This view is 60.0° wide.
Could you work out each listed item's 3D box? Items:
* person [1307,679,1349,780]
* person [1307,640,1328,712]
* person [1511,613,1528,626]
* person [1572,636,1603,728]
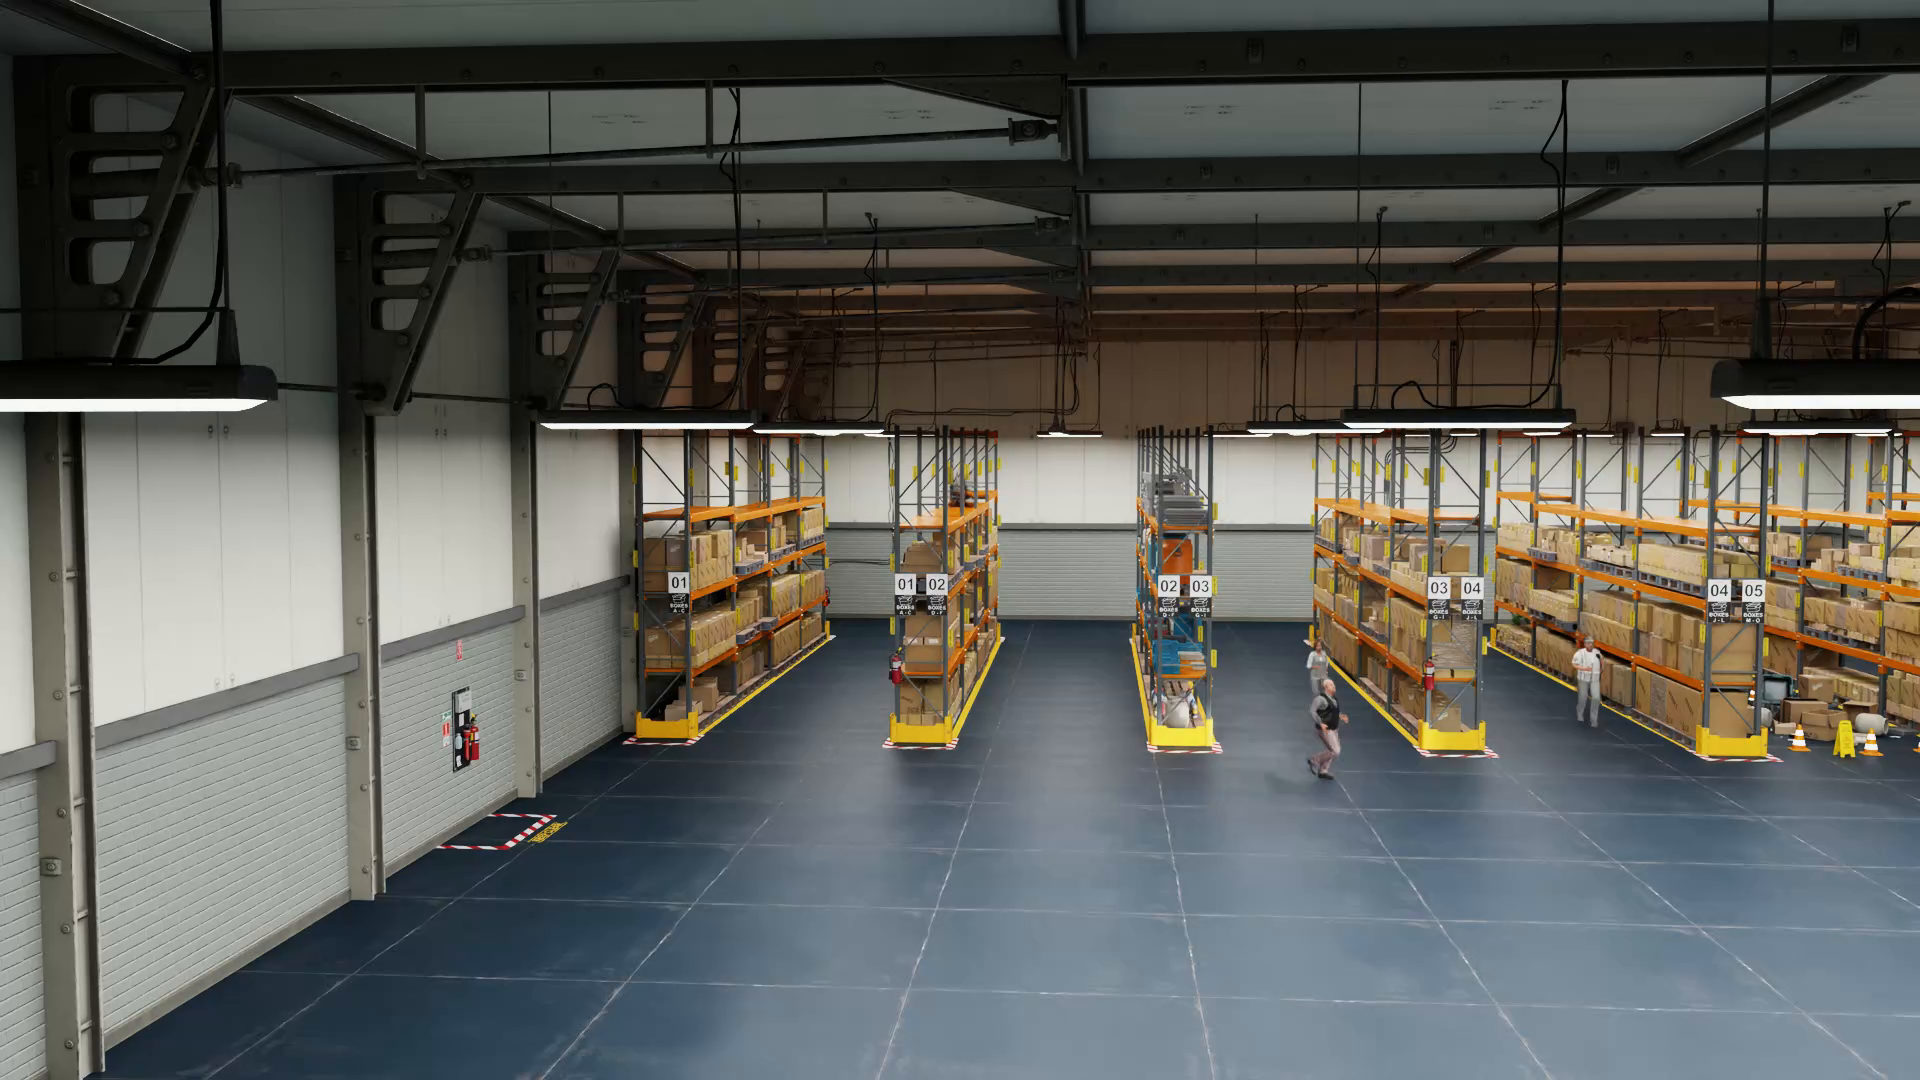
[{"bbox_3d":[6.232,3.195,28.083,0.610,1.693,0.652,3,4,39],"label":"person"},{"bbox_3d":[7.375,2.872,34.217,0.513,1.634,0.702,0,3,-5],"label":"person"},{"bbox_3d":[16.107,1.999,47.328,0.791,1.804,0.636,0,3,0],"label":"person"},{"bbox_3d":[12.616,2.845,33.399,0.670,1.866,0.808,0,3,6],"label":"person"}]
